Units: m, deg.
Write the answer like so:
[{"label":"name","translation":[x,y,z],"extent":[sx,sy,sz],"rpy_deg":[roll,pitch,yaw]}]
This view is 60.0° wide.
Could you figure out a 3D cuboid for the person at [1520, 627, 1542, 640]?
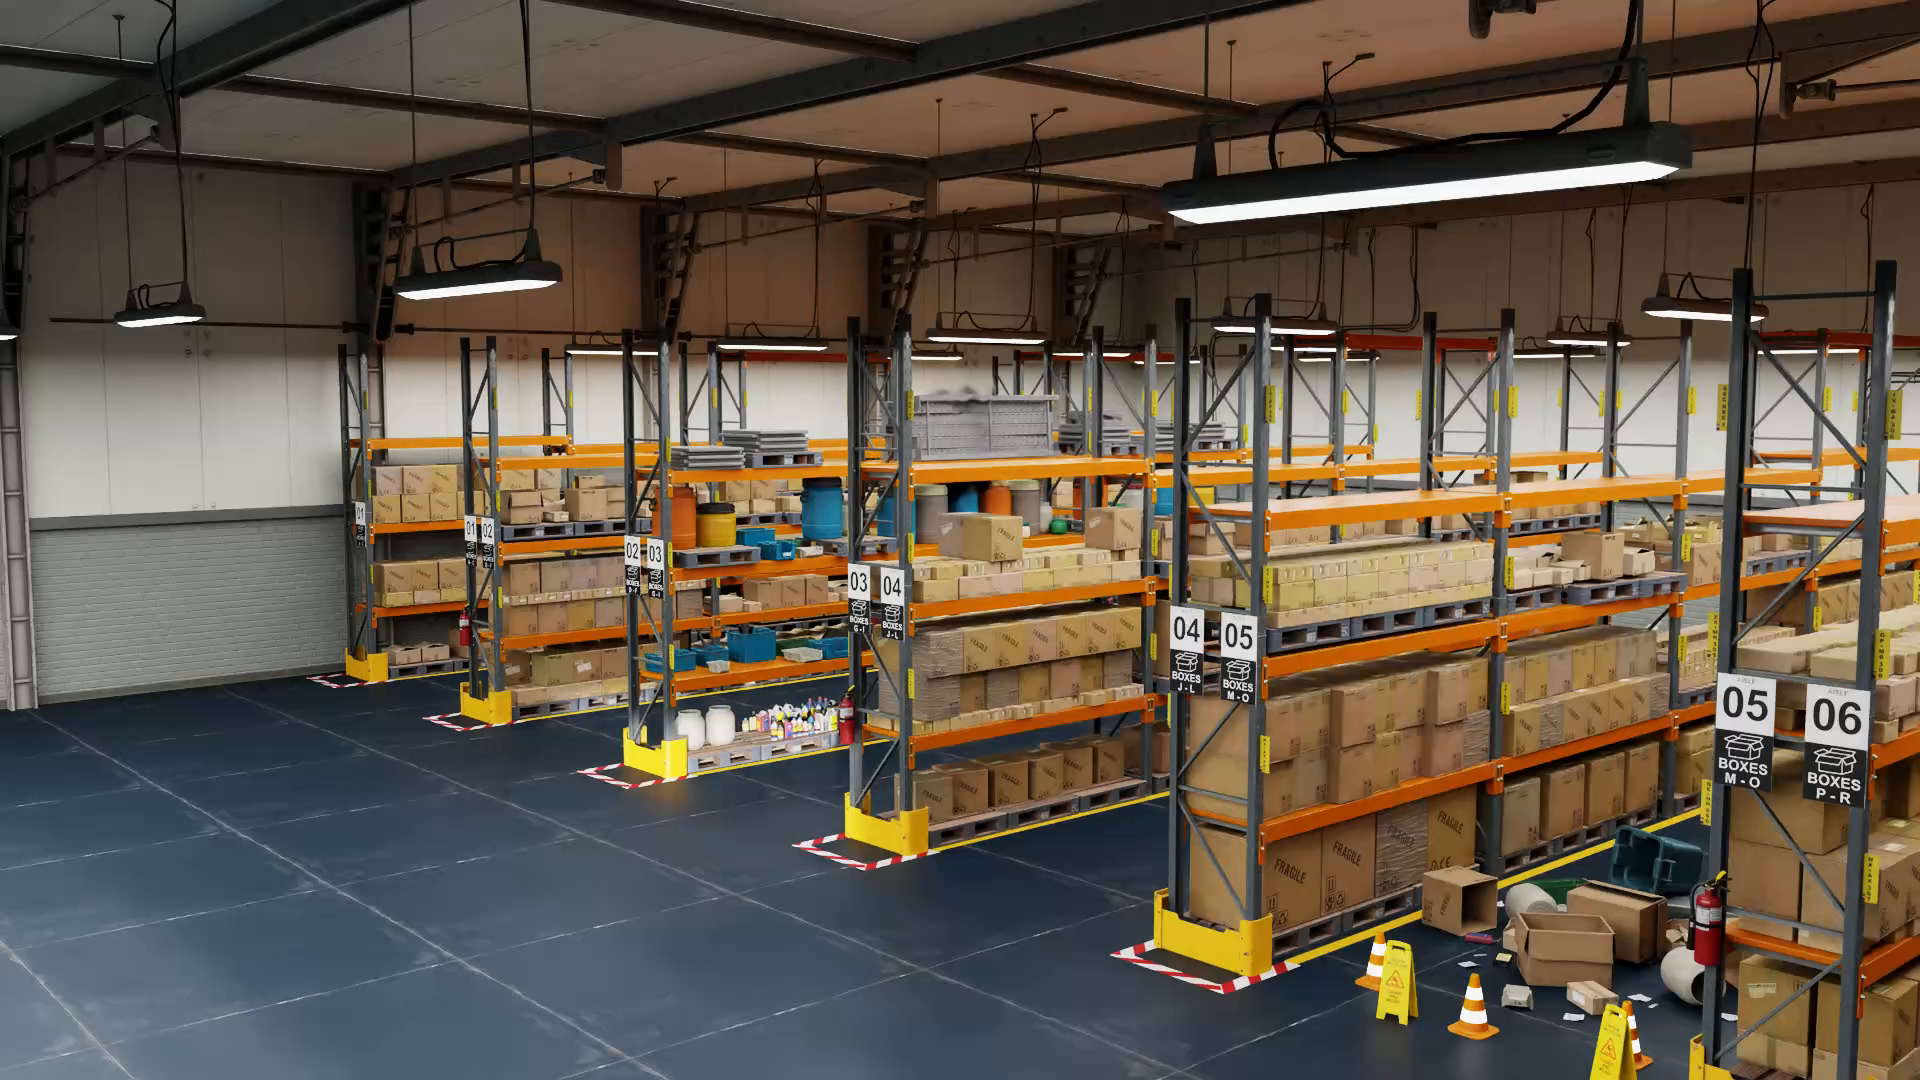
[{"label":"person","translation":[8.551,2.077,24.777],"extent":[0.721,1.749,0.886],"rpy_deg":[5,7,41]}]

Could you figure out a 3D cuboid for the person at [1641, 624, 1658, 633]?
[{"label":"person","translation":[10.132,2.110,24.454],"extent":[0.544,1.745,0.663],"rpy_deg":[-4,6,-36]}]
